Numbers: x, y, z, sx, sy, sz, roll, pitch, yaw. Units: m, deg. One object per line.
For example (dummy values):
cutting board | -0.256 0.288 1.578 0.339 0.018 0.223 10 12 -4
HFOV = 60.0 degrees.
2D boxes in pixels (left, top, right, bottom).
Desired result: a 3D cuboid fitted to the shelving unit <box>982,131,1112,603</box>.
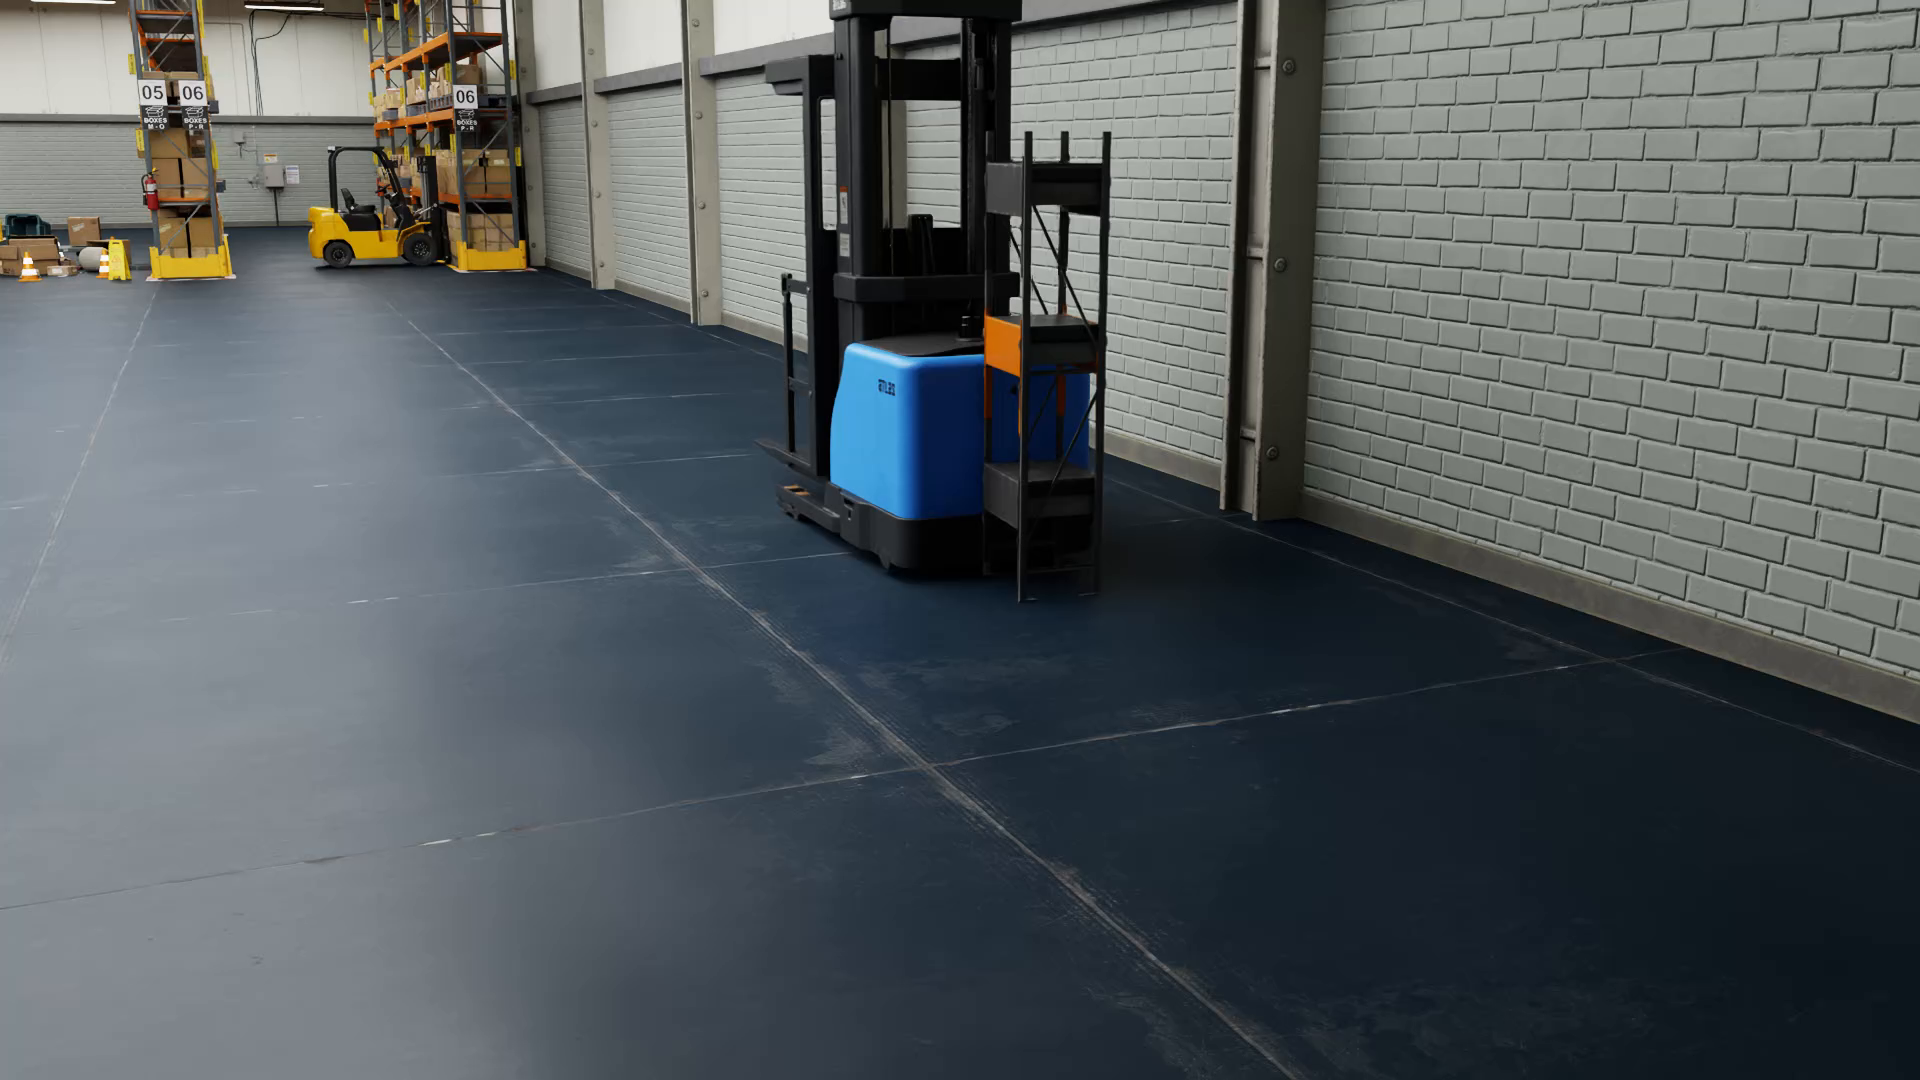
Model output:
shelving unit | 0.386 -0.802 7.662 0.431 2.100 0.503 -4 15 -18

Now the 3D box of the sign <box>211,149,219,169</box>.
sign | -12.482 -6.376 27.848 0.100 0.325 0.005 -6 14 -23

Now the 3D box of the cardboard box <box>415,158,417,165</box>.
cardboard box | -11.545 -8.174 35.874 0.380 0.149 0.250 -5 14 -21

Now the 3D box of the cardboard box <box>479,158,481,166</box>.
cardboard box | -8.583 -6.911 30.418 0.380 0.149 0.250 -6 14 -24

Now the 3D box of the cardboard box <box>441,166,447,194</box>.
cardboard box | -9.486 -6.798 31.368 0.500 0.500 0.500 -6 14 -23

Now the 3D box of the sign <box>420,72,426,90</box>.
sign | -10.528 -8.997 32.592 0.100 0.325 0.005 -6 14 -23

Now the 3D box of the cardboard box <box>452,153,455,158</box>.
cardboard box | -9.026 -7.019 30.225 0.380 0.149 0.250 -5 14 -22

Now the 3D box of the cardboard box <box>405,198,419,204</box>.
cardboard box | -13.191 -8.134 39.877 0.380 0.149 0.250 -6 14 -26

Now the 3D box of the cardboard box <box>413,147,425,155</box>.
cardboard box | -13.592 -9.603 41.718 0.500 0.500 0.500 -6 14 -25

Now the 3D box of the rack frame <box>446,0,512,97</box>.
rack frame | -8.432 -9.277 28.998 1.000 3.000 0.127 -6 14 -23

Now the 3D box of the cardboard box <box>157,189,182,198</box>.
cardboard box | -13.325 -5.841 28.012 0.380 0.149 0.250 -5 14 -21

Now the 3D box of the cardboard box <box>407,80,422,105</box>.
cardboard box | -11.570 -9.599 35.666 0.500 0.500 0.500 -5 14 -22

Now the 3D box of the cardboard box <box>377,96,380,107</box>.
cardboard box | -14.494 -11.113 42.147 0.500 0.250 0.500 -6 14 -24

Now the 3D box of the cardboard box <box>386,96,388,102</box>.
cardboard box | -13.287 -10.365 39.093 0.380 0.149 0.250 -6 14 -24

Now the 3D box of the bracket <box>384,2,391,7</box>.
bracket | -16.537 -15.518 47.981 0.235 0.232 0.430 -6 14 -23

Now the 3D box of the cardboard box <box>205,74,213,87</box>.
cardboard box | -14.657 -8.827 31.998 0.500 0.250 0.500 -6 14 -24

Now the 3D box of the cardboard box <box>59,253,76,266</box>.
cardboard box | -16.221 -5.038 30.048 0.396 0.266 0.258 6 14 26

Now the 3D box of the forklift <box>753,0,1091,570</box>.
forklift | -0.402 -1.572 9.162 1.130 2.935 3.031 -6 14 -23

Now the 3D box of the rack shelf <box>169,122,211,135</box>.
rack shelf | -16.985 -9.082 36.403 1.077 0.370 4.000 -6 14 -23

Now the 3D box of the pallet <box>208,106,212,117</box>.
pallet | -16.490 -9.056 35.112 1.213 0.211 1.003 -5 14 -20

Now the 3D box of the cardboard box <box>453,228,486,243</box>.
cardboard box | -8.914 -5.536 30.193 0.500 0.250 0.500 -6 14 -24

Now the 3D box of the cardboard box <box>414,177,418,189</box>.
cardboard box | -11.486 -7.716 35.890 0.500 0.250 0.500 -6 14 -24

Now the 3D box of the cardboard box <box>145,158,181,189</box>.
cardboard box | -13.449 -6.186 28.066 0.500 0.500 0.500 -6 14 -24

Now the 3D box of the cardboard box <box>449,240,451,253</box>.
cardboard box | -9.293 -5.496 31.131 0.500 0.250 0.500 -5 14 -22

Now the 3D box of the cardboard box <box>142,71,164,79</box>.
cardboard box | -13.385 -7.676 27.521 0.380 0.149 0.250 -5 14 -22

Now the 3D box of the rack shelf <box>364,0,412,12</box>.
rack shelf | -14.040 -13.439 41.201 1.077 0.370 4.000 -6 14 -23

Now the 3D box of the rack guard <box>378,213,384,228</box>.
rack guard | -14.811 -8.427 44.171 1.175 0.500 0.348 -6 14 -23

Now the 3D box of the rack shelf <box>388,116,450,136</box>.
rack shelf | -12.438 -9.532 38.344 1.077 0.370 4.000 -6 14 -23

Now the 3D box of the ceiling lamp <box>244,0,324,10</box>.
ceiling lamp | -18.048 -15.770 44.106 2.000 3.185 0.800 -6 14 -23

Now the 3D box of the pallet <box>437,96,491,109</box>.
pallet | -9.184 -8.174 31.078 1.003 0.211 1.213 -6 14 -23

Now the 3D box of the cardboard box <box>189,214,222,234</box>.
cardboard box | -13.466 -5.544 29.677 0.500 0.500 0.500 -5 14 -22

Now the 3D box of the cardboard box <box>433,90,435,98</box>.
cardboard box | -9.825 -8.494 31.671 0.380 0.149 0.250 -5 14 -21

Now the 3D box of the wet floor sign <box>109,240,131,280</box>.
wet floor sign | -13.883 -4.623 27.412 0.267 0.644 0.232 -1 13 -4

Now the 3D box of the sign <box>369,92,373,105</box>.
sign | -15.339 -11.498 43.308 0.100 0.325 0.005 -6 14 -23

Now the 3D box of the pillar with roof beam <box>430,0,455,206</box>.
pillar with roof beam | -16.637 -11.593 39.003 9.100 9.000 0.400 -6 14 -23

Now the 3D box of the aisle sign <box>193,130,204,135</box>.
aisle sign | -19.133 -10.521 41.908 0.394 0.787 0.004 -6 14 -23

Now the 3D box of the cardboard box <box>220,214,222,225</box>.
cardboard box | -18.298 -7.665 40.089 0.875 0.438 0.875 -6 14 -25

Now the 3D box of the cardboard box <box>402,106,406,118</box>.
cardboard box | -12.065 -9.480 36.858 0.500 0.250 0.500 -6 14 -25

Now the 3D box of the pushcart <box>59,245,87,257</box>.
pushcart | -16.650 -5.238 30.666 1.648 0.377 0.936 -12 18 -42

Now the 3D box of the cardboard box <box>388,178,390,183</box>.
cardboard box | -14.057 -8.965 41.509 0.380 0.149 0.250 -6 14 -24

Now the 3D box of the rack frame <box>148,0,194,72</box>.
rack frame | -17.786 -11.308 37.769 1.000 3.000 0.127 -6 14 -23
